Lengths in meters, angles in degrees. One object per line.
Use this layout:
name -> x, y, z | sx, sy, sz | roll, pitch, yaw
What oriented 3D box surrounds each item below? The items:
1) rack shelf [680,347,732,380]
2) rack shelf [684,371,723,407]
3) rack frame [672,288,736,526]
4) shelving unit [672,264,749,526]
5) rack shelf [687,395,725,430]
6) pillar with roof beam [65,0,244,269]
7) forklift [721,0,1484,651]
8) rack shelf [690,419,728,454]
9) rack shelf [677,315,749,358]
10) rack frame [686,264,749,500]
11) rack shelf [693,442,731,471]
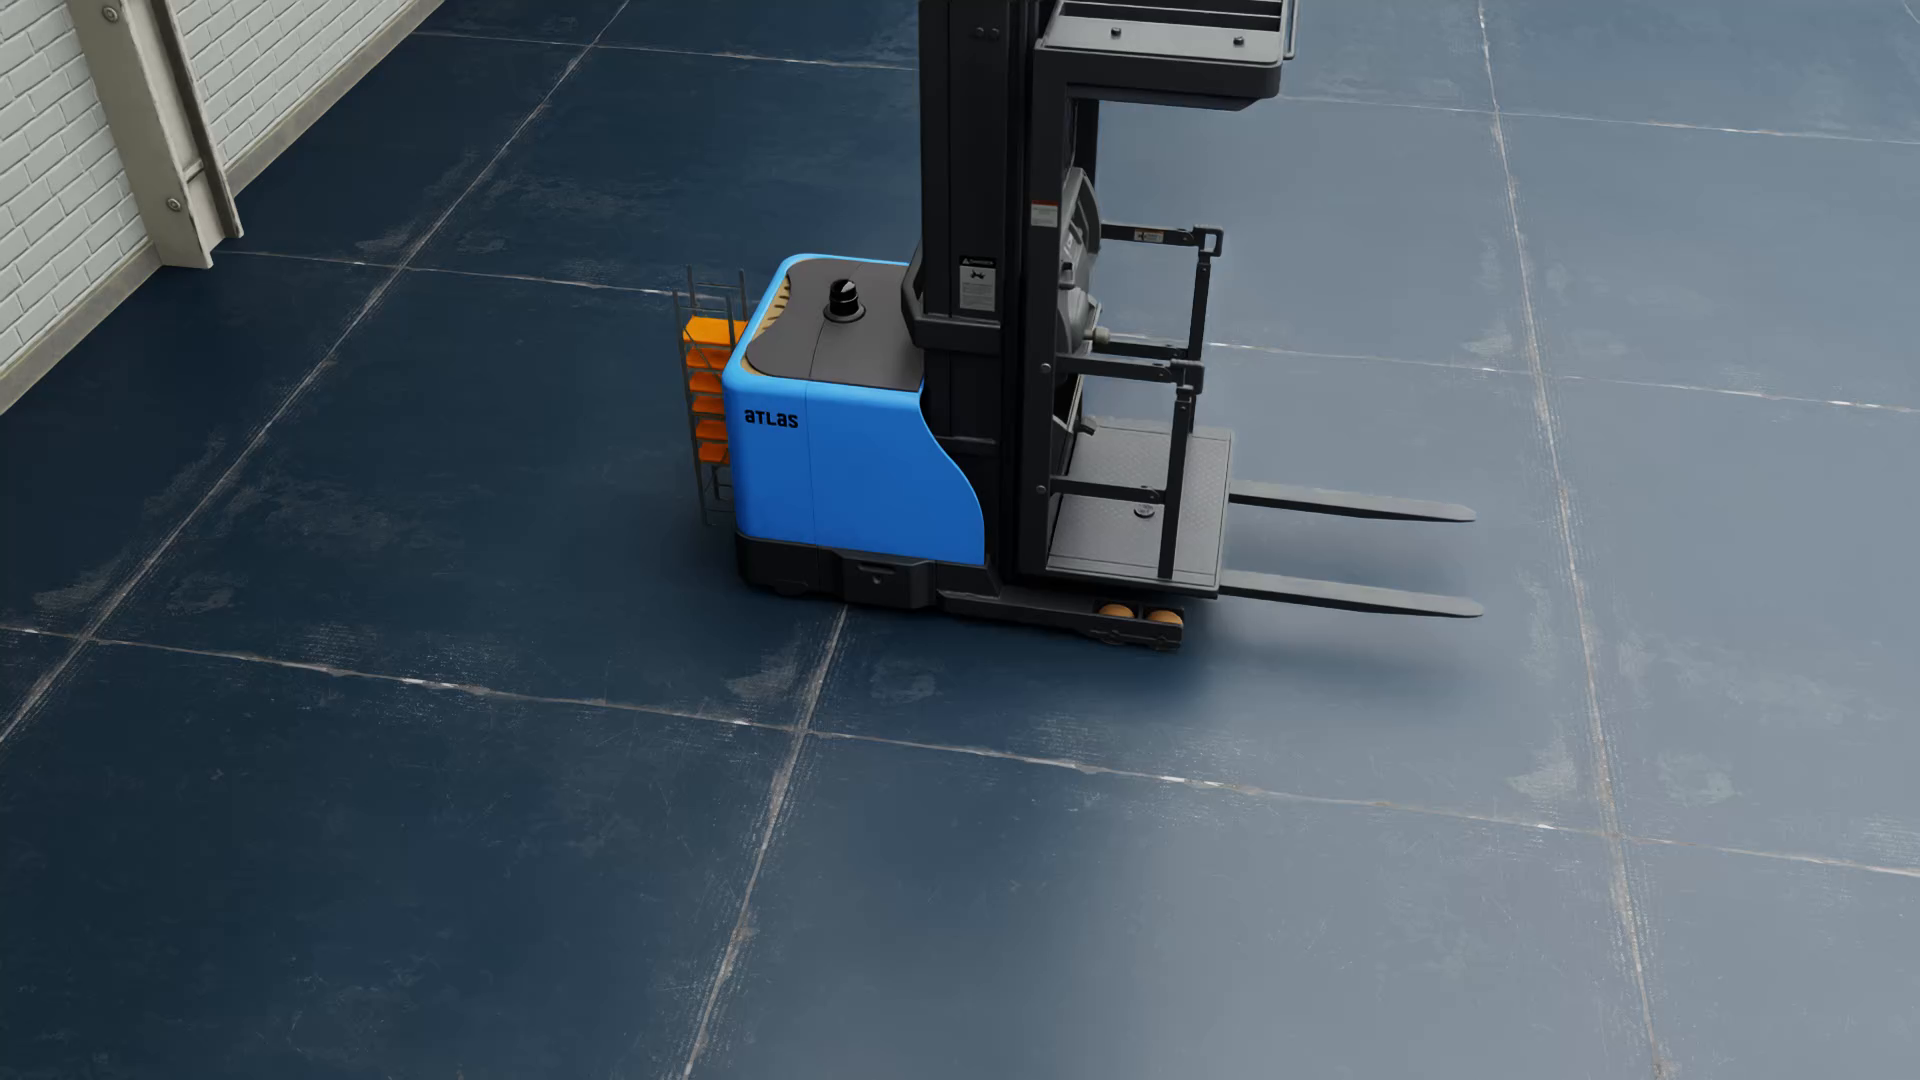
rack shelf -> -1.002, -0.728, 6.881 | 0.258, 0.103, 0.180 | 7, 40, 8
rack shelf -> -1.002, -0.635, 6.957 | 0.258, 0.103, 0.180 | 7, 40, 8
rack frame -> -1.018, -0.520, 6.936 | 0.240, 1.200, 0.006 | 7, 40, 8
shelving unit -> -1.001, -0.577, 7.005 | 0.258, 1.200, 0.189 | 7, 40, 8
rack shelf -> -1.001, -0.543, 7.034 | 0.258, 0.103, 0.180 | 7, 40, 8
pillar with roof beam -> 0.041, -4.607, 5.760 | 9.100, 9.000, 0.400 | 6, 40, 8
forklift -> 0.636, -1.052, 6.222 | 3.031, 2.935, 1.130 | 7, 40, 8
rack shelf -> -1.000, -0.450, 7.110 | 0.258, 0.103, 0.180 | 7, 40, 8
rack shelf -> -1.003, -0.821, 6.805 | 0.258, 0.103, 0.180 | 7, 40, 8
rack frame -> -0.984, -0.634, 7.075 | 0.240, 1.200, 0.006 | 7, 40, 8
rack shelf -> -1.000, -0.358, 7.186 | 0.258, 0.103, 0.180 | 7, 40, 8
